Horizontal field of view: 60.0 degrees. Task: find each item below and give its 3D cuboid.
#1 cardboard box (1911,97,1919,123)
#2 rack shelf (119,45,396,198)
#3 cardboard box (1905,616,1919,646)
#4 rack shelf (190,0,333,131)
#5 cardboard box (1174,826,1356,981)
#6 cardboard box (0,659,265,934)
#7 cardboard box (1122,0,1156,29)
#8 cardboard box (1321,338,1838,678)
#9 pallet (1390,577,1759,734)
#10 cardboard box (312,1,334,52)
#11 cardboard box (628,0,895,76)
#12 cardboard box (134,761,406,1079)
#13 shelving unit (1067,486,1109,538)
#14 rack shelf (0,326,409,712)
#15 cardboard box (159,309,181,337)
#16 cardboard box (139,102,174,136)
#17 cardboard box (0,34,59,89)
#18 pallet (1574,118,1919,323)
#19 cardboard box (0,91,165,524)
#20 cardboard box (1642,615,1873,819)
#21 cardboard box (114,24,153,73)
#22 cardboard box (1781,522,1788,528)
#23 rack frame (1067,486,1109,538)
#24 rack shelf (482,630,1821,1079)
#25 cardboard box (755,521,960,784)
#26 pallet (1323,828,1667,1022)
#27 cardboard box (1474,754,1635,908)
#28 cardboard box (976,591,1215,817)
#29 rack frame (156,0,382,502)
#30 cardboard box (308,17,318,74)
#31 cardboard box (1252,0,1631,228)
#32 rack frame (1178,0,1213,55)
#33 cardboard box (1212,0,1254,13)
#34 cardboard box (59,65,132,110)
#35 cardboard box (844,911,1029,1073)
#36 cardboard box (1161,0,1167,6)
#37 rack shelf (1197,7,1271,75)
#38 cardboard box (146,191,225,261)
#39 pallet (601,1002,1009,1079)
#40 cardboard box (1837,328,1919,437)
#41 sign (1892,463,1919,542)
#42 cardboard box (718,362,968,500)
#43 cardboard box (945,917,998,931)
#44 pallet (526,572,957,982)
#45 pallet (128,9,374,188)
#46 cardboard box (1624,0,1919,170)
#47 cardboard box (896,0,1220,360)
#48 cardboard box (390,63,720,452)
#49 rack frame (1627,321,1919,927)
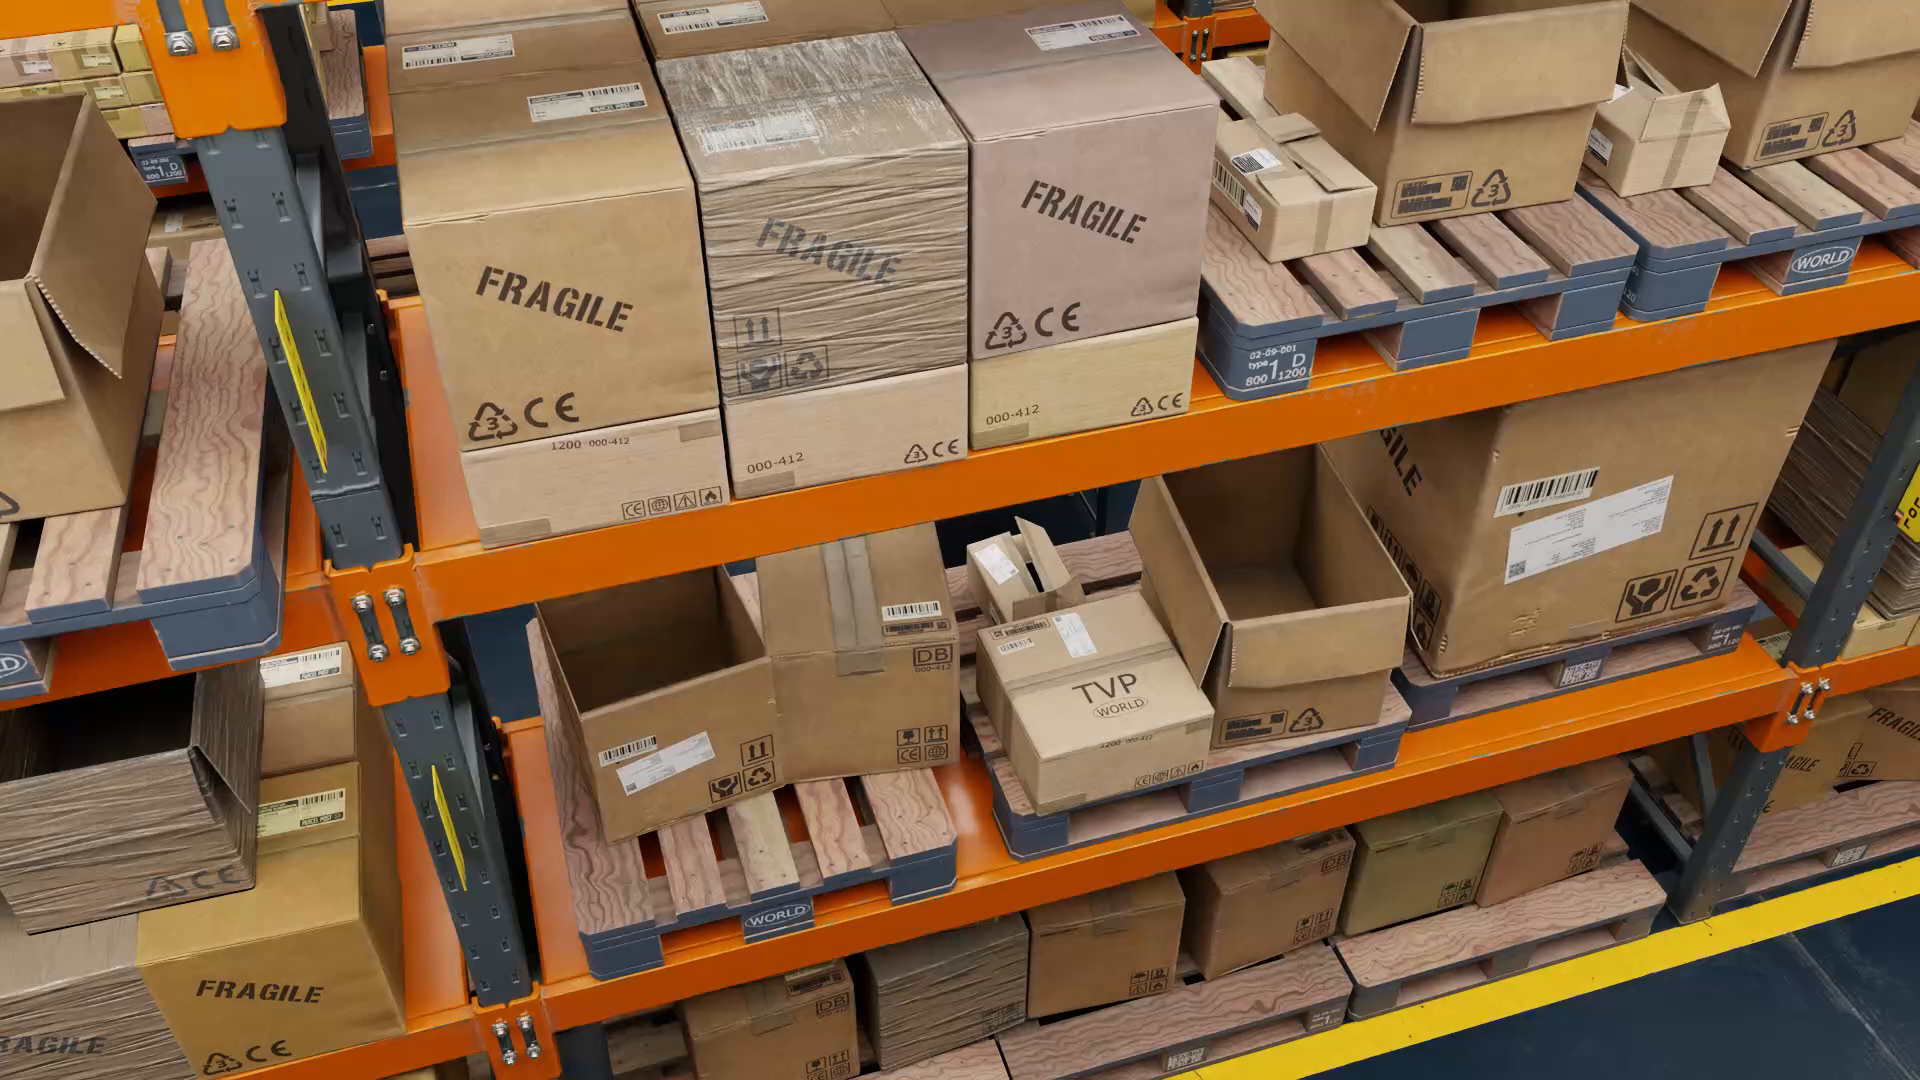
[{"bbox_3d":[2.865,-1.386,4.740,0.500,0.250,0.500,-10,42,-11],"label":"cardboard box"},{"bbox_3d":[-4.607,-1.734,7.852,4.000,0.370,1.077,-12,42,-13],"label":"rack shelf"},{"bbox_3d":[3.047,0.141,5.349,0.250,0.149,0.380,-12,42,-13],"label":"cardboard box"},{"bbox_3d":[0.601,-1.501,3.329,4.000,0.370,1.077,-12,42,-13],"label":"rack shelf"},{"bbox_3d":[0.923,1.018,5.720,0.500,0.500,0.700,-15,43,-17],"label":"cardboard box"},{"bbox_3d":[-2.009,0.451,3.965,0.637,0.503,0.797,-10,42,-12],"label":"cardboard box"},{"bbox_3d":[0.698,-2.958,8.629,0.500,0.500,0.500,-12,43,-13],"label":"cardboard box"},{"bbox_3d":[1.709,-0.373,4.972,1.000,1.000,1.000,-11,42,-13],"label":"cardboard box"},{"bbox_3d":[1.736,0.074,5.381,1.213,0.211,1.003,-12,42,-13],"label":"pallet"},{"bbox_3d":[-3.187,-2.502,8.056,0.250,0.149,0.380,-12,43,-14],"label":"cardboard box"},{"bbox_3d":[-0.441,-0.983,3.709,0.500,0.500,0.500,-12,43,-13],"label":"cardboard box"},{"bbox_3d":[-1.703,0.947,4.159,0.500,0.500,0.500,-10,42,-12],"label":"cardboard box"},{"bbox_3d":[0.081,-0.582,7.125,1.048,1.500,0.538,-12,42,-13],"label":"shelving unit"},{"bbox_3d":[-3.214,0.269,3.279,4.000,0.370,1.077,-12,42,-13],"label":"rack shelf"},{"bbox_3d":[-3.745,-1.223,8.300,0.500,0.500,0.500,-10,42,-11],"label":"cardboard box"},{"bbox_3d":[-3.515,-1.979,7.457,0.250,0.149,0.380,-11,42,-12],"label":"cardboard box"},{"bbox_3d":[-4.005,-2.104,7.148,0.250,0.149,0.380,-12,42,-13],"label":"cardboard box"},{"bbox_3d":[1.888,-1.062,4.398,1.003,0.211,1.213,-12,42,-13],"label":"pallet"},{"bbox_3d":[-1.866,-0.429,3.133,0.637,0.503,0.797,-9,42,-11],"label":"cardboard box"},{"bbox_3d":[2.903,0.671,6.133,0.500,0.500,0.500,-13,43,-14],"label":"cardboard box"},{"bbox_3d":[-3.520,-2.204,7.261,0.250,0.149,0.380,-10,42,-12],"label":"cardboard box"},{"bbox_3d":[2.867,-0.234,5.779,0.250,0.149,0.380,-12,42,-13],"label":"cardboard box"},{"bbox_3d":[0.566,-0.682,7.240,0.032,1.500,0.500,-12,42,-13],"label":"rack frame"},{"bbox_3d":[0.601,0.608,5.171,4.000,0.370,1.077,-12,42,-13],"label":"rack shelf"},{"bbox_3d":[-0.301,0.231,4.660,0.500,0.500,0.700,-6,41,-7],"label":"cardboard box"},{"bbox_3d":[1.767,1.146,6.127,1.213,0.211,1.003,-12,42,-13],"label":"pallet"},{"bbox_3d":[1.917,0.825,5.941,0.500,0.500,0.700,-15,43,-16],"label":"cardboard box"},{"bbox_3d":[0.361,0.444,4.607,0.500,0.250,0.500,-13,43,-14],"label":"cardboard box"},{"bbox_3d":[-1.306,-1.527,2.508,0.127,3.000,1.000,-12,42,-13],"label":"rack frame"},{"bbox_3d":[-3.034,-2.193,7.475,0.250,0.149,0.380,-11,42,-12],"label":"cardboard box"},{"bbox_3d":[1.133,-1.168,3.979,0.637,0.503,0.797,-10,42,-11],"label":"cardboard box"},{"bbox_3d":[1.116,-3.191,8.972,0.127,3.000,1.000,-12,42,-13],"label":"rack frame"},{"bbox_3d":[1.464,-3.328,9.015,0.550,0.550,0.875,-12,42,-13],"label":"cardboard box"},{"bbox_3d":[-3.777,-2.036,7.296,0.250,0.149,0.380,-12,42,-13],"label":"cardboard box"},{"bbox_3d":[-0.148,1.245,5.460,0.500,0.500,0.700,-15,43,-17],"label":"cardboard box"},{"bbox_3d":[1.543,-4.053,11.753,0.503,0.637,0.797,-12,42,-13],"label":"cardboard box"},{"bbox_3d":[3.023,-3.315,9.661,4.000,0.370,1.077,-12,42,-13],"label":"rack shelf"},{"bbox_3d":[-3.752,-1.493,8.040,0.500,0.250,0.500,-11,42,-12],"label":"cardboard box"},{"bbox_3d":[-0.560,1.629,5.575,1.213,0.211,1.003,-12,42,-13],"label":"pallet"},{"bbox_3d":[3.015,-0.514,4.846,0.500,0.500,0.500,-12,42,-13],"label":"cardboard box"},{"bbox_3d":[2.679,-0.147,4.608,0.005,0.325,0.100,-12,42,-13],"label":"sign"},{"bbox_3d":[-0.292,-0.375,3.583,0.500,0.250,0.500,-11,42,-12],"label":"cardboard box"},{"bbox_3d":[-0.173,0.963,5.213,0.500,0.250,0.500,-7,42,-8],"label":"cardboard box"},{"bbox_3d":[-0.659,0.597,4.783,1.003,0.211,1.213,-12,42,-13],"label":"pallet"},{"bbox_3d":[-3.347,-2.121,7.893,1.003,0.211,1.213,-12,42,-13],"label":"pallet"},{"bbox_3d":[2.031,-1.354,4.192,0.637,0.503,0.797,-14,43,-15],"label":"cardboard box"},{"bbox_3d":[0.182,-0.757,3.450,0.500,0.500,0.500,-13,43,-14],"label":"cardboard box"},{"bbox_3d":[-0.781,-0.555,3.219,0.500,0.500,0.500,-11,42,-13],"label":"cardboard box"},{"bbox_3d":[2.509,-0.058,5.387,0.127,3.000,1.000,-12,42,-13],"label":"rack frame"}]
